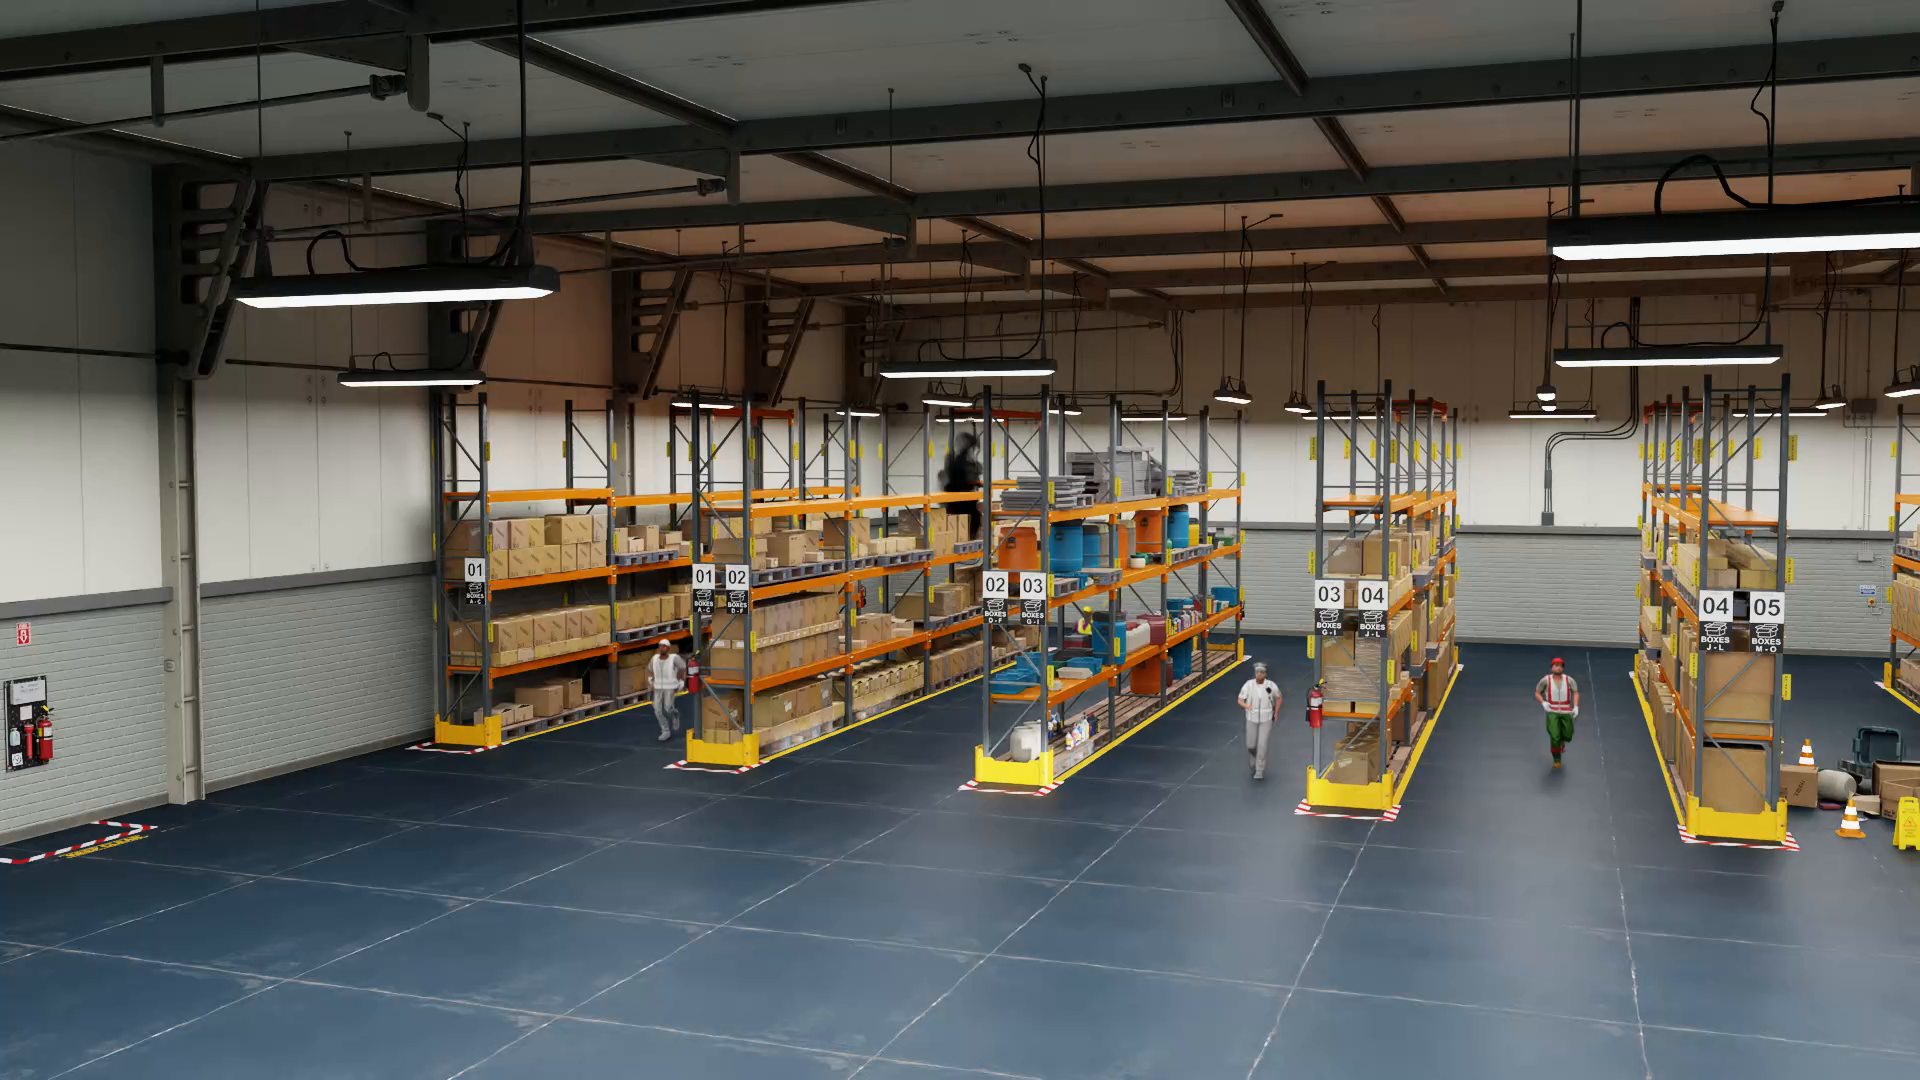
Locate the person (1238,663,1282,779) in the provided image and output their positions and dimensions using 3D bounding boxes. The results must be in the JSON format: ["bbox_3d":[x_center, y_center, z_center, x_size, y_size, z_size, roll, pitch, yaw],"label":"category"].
[{"bbox_3d":[4.626,2.752,25.665,0.670,1.755,0.796,1,3,14],"label":"person"}]

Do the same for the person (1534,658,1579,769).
[{"bbox_3d":[9.507,2.737,26.490,0.676,1.725,0.675,0,3,7],"label":"person"}]

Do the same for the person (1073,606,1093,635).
[{"bbox_3d":[2.733,2.264,35.343,0.726,1.728,0.657,1,3,25],"label":"person"}]

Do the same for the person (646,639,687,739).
[{"bbox_3d":[-5.129,2.592,28.920,0.726,1.739,0.607,1,3,11],"label":"person"}]
